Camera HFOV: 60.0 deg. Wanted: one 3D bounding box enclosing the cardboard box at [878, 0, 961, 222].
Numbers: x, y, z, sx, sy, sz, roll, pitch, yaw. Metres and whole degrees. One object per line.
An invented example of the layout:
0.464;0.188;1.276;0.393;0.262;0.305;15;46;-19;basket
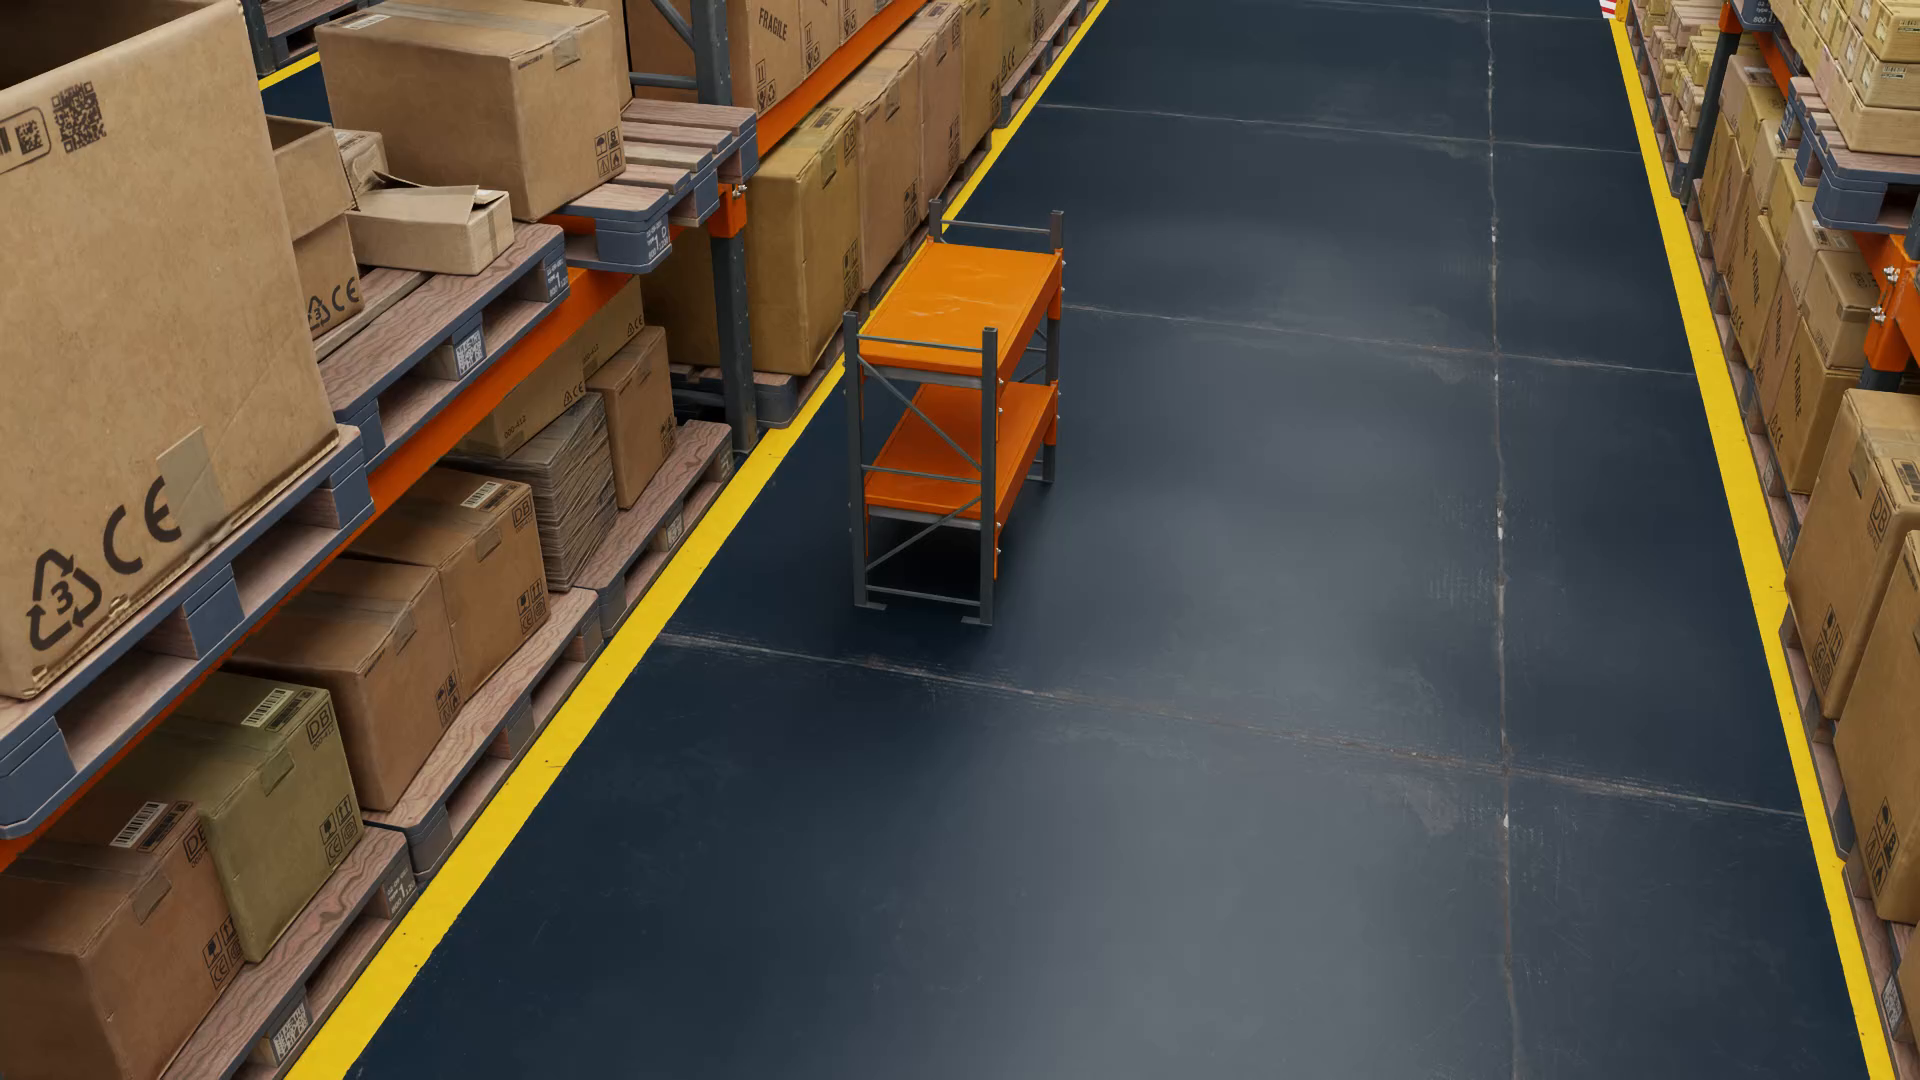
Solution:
-0.686;-2.264;8.604;1.225;0.875;0.875;7;33;11;cardboard box

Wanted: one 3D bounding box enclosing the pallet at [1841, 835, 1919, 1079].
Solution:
2.855;1.228;4.122;1.003;0.211;1.213;8;33;12;pallet

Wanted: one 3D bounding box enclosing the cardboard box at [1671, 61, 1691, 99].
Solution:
4.335;-2.644;9.602;0.380;0.149;0.250;7;33;11;cardboard box

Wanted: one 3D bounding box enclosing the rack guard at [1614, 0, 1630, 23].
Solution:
5.451;-4.036;12.132;1.175;0.500;0.348;8;33;12;rack guard

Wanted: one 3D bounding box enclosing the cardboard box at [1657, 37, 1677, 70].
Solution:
4.648;-3.071;10.551;0.380;0.149;0.250;8;33;12;cardboard box

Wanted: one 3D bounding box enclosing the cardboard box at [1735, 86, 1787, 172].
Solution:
3.879;-1.869;7.634;0.500;0.250;0.500;9;34;14;cardboard box

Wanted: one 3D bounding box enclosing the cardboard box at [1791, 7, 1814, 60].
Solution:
3.383;-1.899;6.284;0.380;0.149;0.250;7;33;10;cardboard box

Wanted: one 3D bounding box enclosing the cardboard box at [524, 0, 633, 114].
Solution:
-1.431;-1.640;5.549;0.500;0.500;0.500;4;33;6;cardboard box

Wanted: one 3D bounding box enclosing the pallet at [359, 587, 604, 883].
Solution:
-1.844;0.507;5.256;1.003;0.211;1.213;8;33;12;pallet

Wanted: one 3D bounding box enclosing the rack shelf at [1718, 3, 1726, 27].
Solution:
4.962;-3.789;10.084;1.077;0.370;4.000;8;33;12;rack shelf

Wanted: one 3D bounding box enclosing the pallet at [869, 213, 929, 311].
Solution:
-0.748;-1.560;8.507;1.003;0.211;1.213;8;33;12;pallet

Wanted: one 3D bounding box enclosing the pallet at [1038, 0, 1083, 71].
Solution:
0.259;-3.624;11.754;1.003;0.211;1.213;8;33;12;pallet

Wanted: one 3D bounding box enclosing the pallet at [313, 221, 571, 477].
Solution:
-1.795;-0.593;4.565;1.003;0.211;1.213;8;33;12;pallet

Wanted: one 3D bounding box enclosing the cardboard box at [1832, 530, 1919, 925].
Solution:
2.979;0.551;4.292;1.050;0.750;0.750;9;33;13;cardboard box

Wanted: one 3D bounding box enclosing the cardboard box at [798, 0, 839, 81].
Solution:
-0.817;-2.232;6.871;0.500;0.500;0.500;7;33;11;cardboard box

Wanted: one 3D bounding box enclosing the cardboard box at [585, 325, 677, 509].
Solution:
-1.483;-0.487;6.140;0.700;0.500;0.500;6;33;10;cardboard box

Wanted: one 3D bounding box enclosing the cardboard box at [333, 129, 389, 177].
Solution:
-1.980;-0.982;4.747;0.500;0.250;0.500;7;33;11;cardboard box

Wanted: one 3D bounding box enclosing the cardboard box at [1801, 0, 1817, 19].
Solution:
3.384;-2.028;6.210;0.380;0.149;0.250;8;33;12;cardboard box

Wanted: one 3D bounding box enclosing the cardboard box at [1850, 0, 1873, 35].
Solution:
3.187;-1.748;5.491;0.380;0.149;0.250;8;33;12;cardboard box

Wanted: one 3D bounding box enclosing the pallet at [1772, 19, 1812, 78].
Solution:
3.902;-1.931;6.670;1.003;0.211;1.213;8;33;12;pallet

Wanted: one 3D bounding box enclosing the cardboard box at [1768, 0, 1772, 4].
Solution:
3.584;-2.305;6.923;0.380;0.149;0.250;7;33;12;cardboard box

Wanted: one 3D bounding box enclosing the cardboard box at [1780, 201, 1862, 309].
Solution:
3.477;-1.072;6.379;0.500;0.250;0.500;8;33;13;cardboard box

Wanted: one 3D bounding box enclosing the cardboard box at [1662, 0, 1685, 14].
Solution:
4.693;-3.444;10.583;0.380;0.149;0.250;9;33;13;cardboard box

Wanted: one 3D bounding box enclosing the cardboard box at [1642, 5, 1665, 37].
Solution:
4.813;-3.481;11.196;0.380;0.149;0.250;8;33;13;cardboard box

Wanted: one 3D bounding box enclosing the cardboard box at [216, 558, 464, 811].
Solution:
-1.890;0.387;4.764;0.700;0.500;0.500;5;33;8;cardboard box

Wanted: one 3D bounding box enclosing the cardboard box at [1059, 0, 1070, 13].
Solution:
0.382;-4.323;11.844;0.875;0.875;0.875;8;33;12;cardboard box

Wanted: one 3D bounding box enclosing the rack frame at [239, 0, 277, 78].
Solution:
-5.108;-4.456;10.464;1.000;3.000;0.127;8;33;12;rack frame

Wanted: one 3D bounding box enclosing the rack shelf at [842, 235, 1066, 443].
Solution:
0.002;-0.725;5.797;0.538;0.278;1.000;8;33;12;rack shelf

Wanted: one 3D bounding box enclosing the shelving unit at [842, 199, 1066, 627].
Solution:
0.002;-0.478;5.954;0.538;1.125;1.048;8;33;12;shelving unit

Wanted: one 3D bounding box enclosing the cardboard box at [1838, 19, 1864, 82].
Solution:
3.191;-1.633;5.588;0.380;0.149;0.250;9;34;14;cardboard box

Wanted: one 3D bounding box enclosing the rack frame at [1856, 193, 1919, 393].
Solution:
3.440;-0.979;4.994;1.000;3.000;0.127;8;33;12;rack frame

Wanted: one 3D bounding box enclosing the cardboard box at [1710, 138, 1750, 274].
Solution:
3.878;-1.555;7.838;0.500;0.500;0.500;10;34;15;cardboard box

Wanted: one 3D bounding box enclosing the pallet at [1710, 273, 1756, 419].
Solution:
3.951;-0.838;7.372;1.003;0.211;1.213;8;33;12;pallet

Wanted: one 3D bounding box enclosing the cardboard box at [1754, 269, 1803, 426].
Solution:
3.489;-0.747;6.568;0.500;0.500;0.500;9;34;14;cardboard box

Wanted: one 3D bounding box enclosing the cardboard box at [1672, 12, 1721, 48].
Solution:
4.497;-3.045;9.955;0.380;0.149;0.250;6;33;10;cardboard box

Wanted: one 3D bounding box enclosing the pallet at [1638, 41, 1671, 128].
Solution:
4.899;-2.866;10.562;1.003;0.211;1.213;8;33;12;pallet

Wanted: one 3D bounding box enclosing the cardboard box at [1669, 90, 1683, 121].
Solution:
4.376;-2.548;9.728;0.380;0.149;0.250;7;33;11;cardboard box

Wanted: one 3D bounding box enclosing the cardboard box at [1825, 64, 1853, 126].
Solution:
3.185;-1.497;5.652;0.380;0.149;0.250;8;33;12;cardboard box

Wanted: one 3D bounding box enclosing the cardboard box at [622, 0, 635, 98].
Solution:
-1.447;-2.038;6.567;0.500;0.500;0.500;9;34;14;cardboard box

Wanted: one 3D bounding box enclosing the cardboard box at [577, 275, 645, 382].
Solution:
-1.473;-0.802;5.936;0.500;0.250;0.500;9;34;14;cardboard box

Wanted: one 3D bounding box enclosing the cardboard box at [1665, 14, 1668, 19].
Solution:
4.842;-3.450;10.870;0.380;0.149;0.250;6;33;10;cardboard box

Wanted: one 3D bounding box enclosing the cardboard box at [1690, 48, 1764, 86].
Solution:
4.320;-2.638;9.314;0.380;0.149;0.250;8;33;13;cardboard box
